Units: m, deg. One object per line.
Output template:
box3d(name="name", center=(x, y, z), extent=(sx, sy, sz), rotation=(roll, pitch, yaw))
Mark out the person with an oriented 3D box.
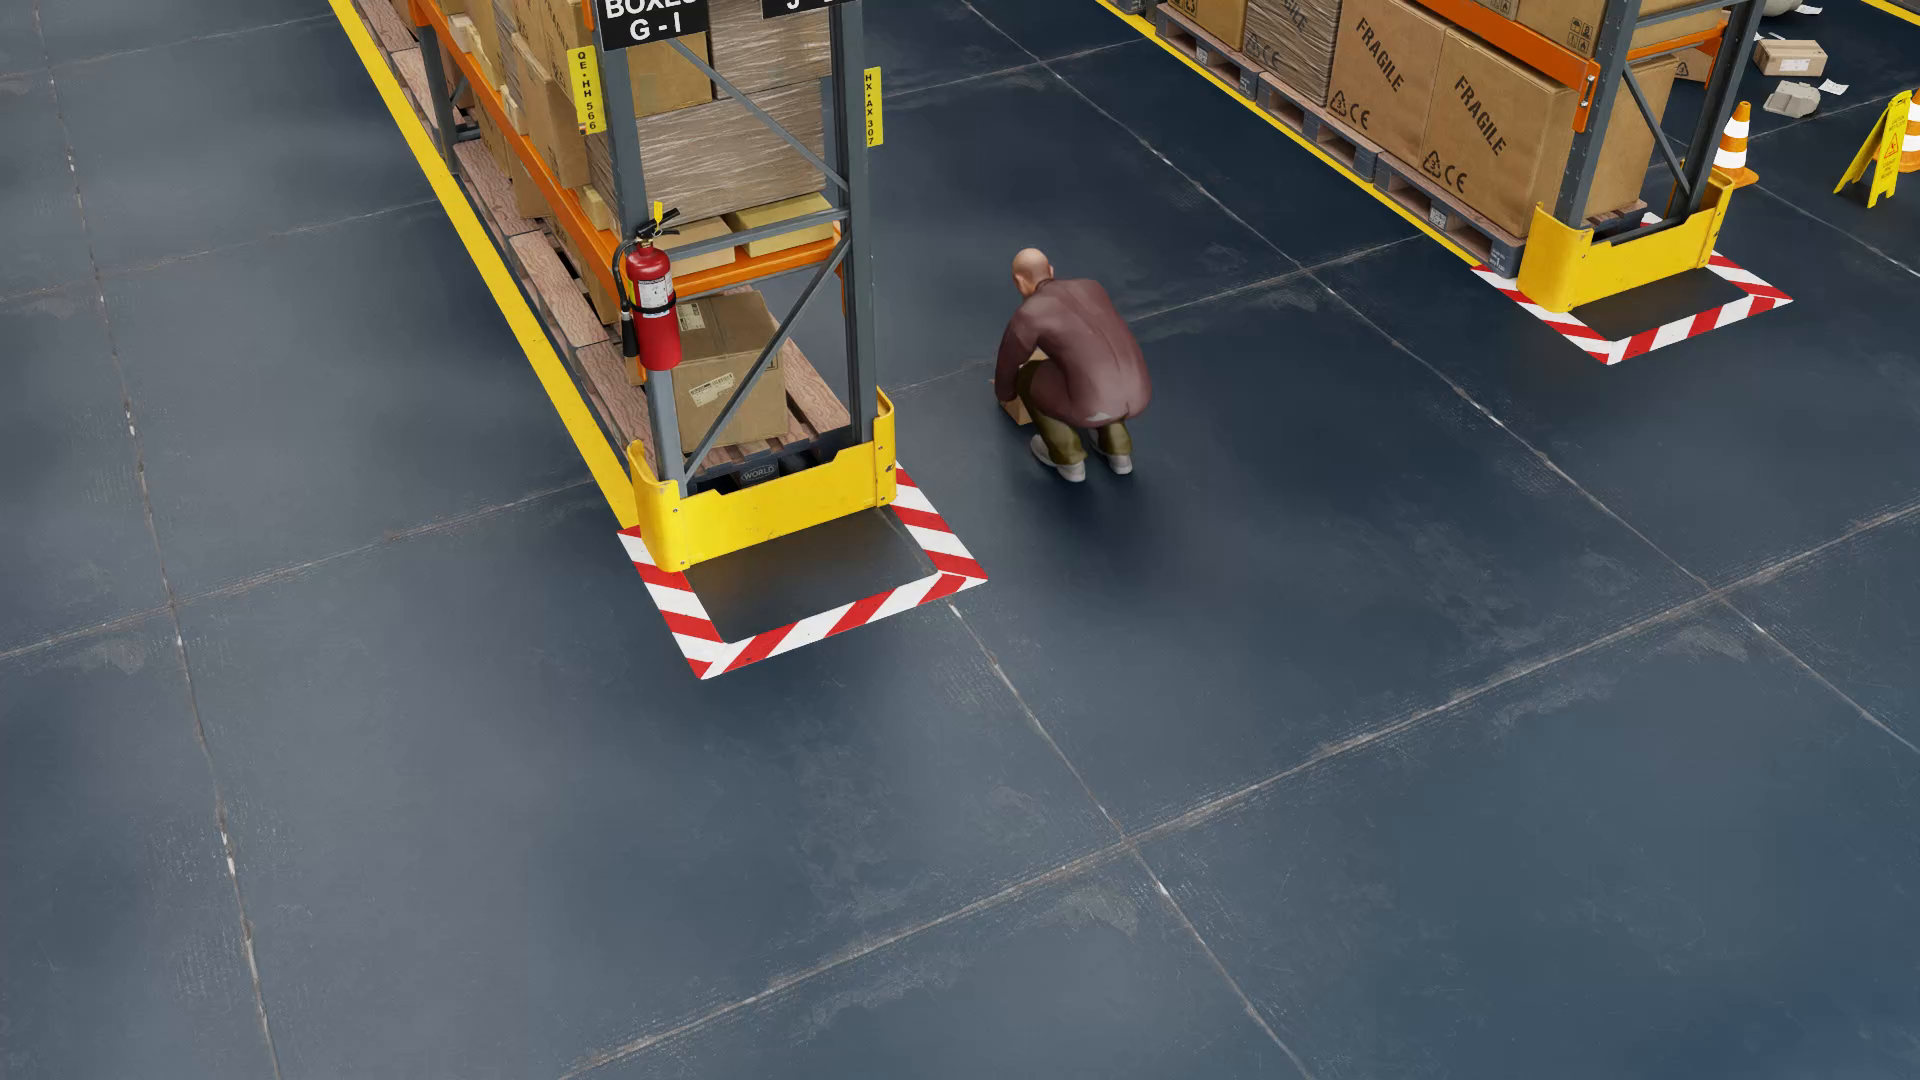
box3d(name="person", center=(0.517, -0.803, 7.741), extent=(0.609, 0.947, 0.909), rotation=(-19, 44, -21))
